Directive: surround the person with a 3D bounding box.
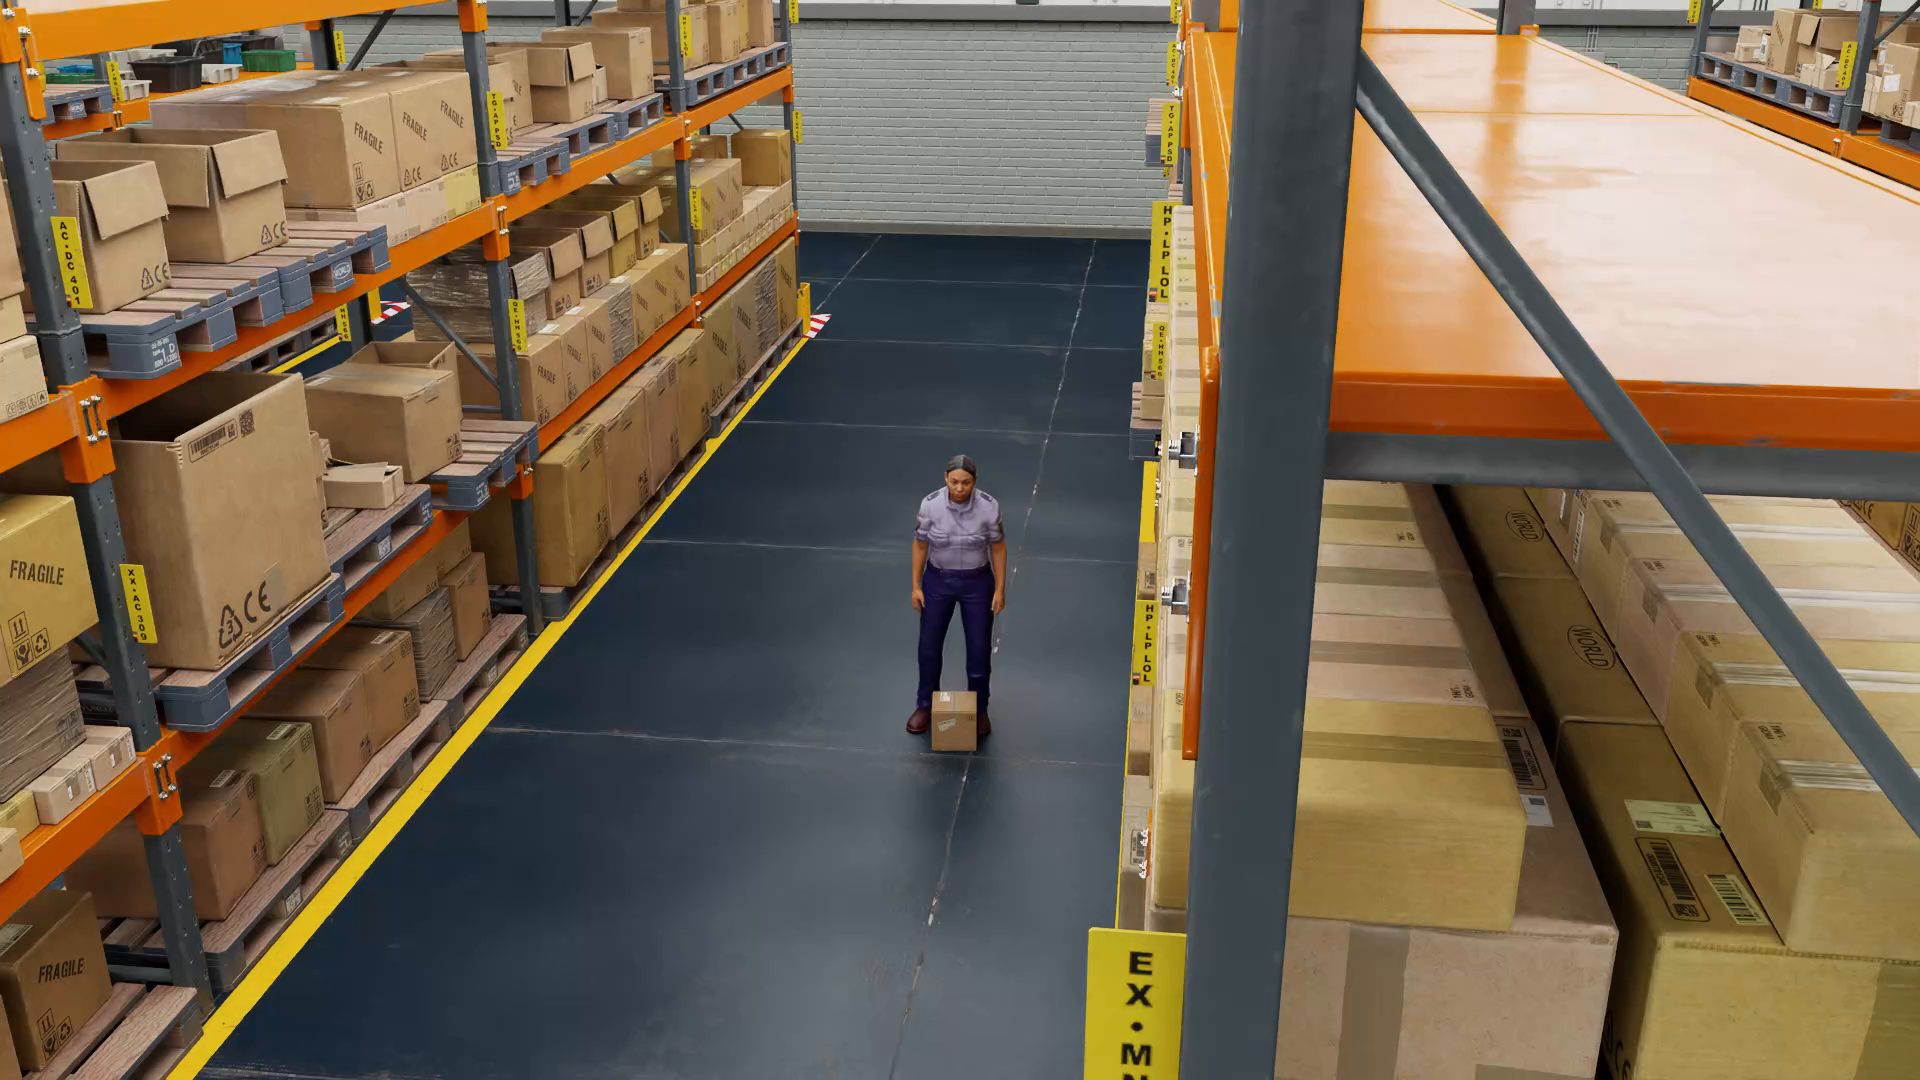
[{"bbox_3d":[-0.021,0.290,9.367,0.562,1.640,0.363,1,21,4],"label":"person"}]
